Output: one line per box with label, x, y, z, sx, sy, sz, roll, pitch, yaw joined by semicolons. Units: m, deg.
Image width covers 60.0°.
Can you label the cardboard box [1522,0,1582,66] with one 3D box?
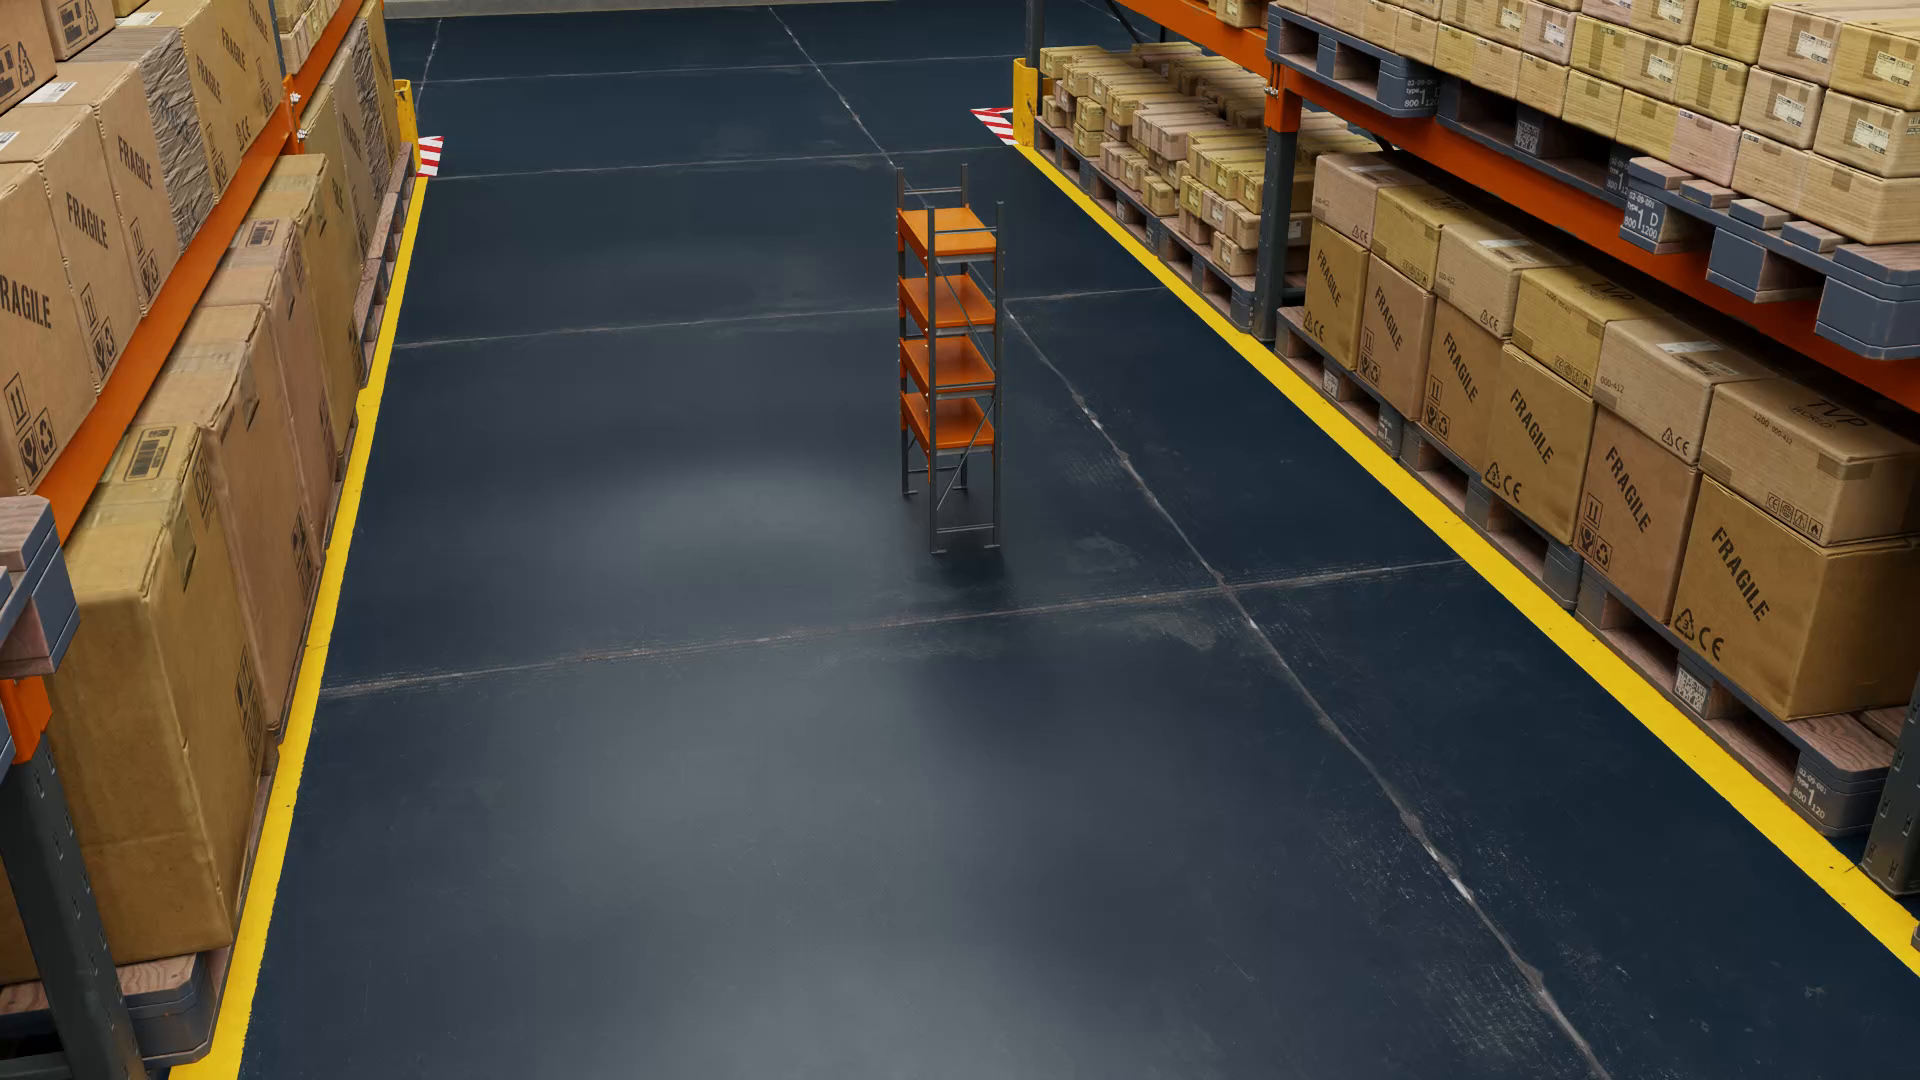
cardboard box;1.884;-1.491;4.857;0.380;0.149;0.250;-5;27;-10

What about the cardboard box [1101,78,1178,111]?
cardboard box;1.017;-2.518;9.448;0.380;0.149;0.250;-5;27;-10

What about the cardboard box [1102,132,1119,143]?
cardboard box;1.037;-2.270;9.616;0.380;0.149;0.250;-6;27;-11

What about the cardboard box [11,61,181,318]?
cardboard box;-2.205;-0.823;3.941;0.500;0.500;0.500;-6;27;-13

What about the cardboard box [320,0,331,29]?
cardboard box;-3.006;-2.353;7.361;0.380;0.149;0.250;-6;27;-12

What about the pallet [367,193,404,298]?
pallet;-3.399;-1.476;8.441;1.003;0.211;1.213;-6;27;-12

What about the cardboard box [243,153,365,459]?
cardboard box;-2.861;-0.803;5.904;1.225;0.875;0.875;-6;27;-11

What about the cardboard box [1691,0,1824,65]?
cardboard box;2.061;-1.281;4.112;0.380;0.149;0.250;-5;27;-10

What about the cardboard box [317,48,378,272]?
cardboard box;-3.299;-1.775;7.829;0.875;0.875;0.875;-6;27;-12

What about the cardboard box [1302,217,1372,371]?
cardboard box;1.738;-1.022;6.755;0.500;0.500;0.500;-5;27;-10

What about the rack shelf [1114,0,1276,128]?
rack shelf;1.379;-2.859;8.884;1.077;0.370;4.000;-6;27;-12

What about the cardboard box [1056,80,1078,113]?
cardboard box;0.803;-2.724;10.185;0.380;0.149;0.250;-6;27;-12

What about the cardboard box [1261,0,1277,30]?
cardboard box;1.538;-2.292;7.240;0.380;0.149;0.250;-6;27;-12

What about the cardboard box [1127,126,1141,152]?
cardboard box;1.151;-2.280;9.306;0.380;0.149;0.250;-5;27;-9

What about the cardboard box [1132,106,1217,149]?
cardboard box;1.131;-2.177;8.772;0.380;0.149;0.250;-7;28;-13

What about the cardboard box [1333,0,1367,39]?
cardboard box;1.591;-1.927;6.051;0.380;0.149;0.250;-6;27;-11

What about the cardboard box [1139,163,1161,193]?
cardboard box;1.183;-1.930;8.943;0.380;0.149;0.250;-5;27;-11

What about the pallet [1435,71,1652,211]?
pallet;2.245;-1.325;5.260;1.003;0.211;1.213;-6;27;-12

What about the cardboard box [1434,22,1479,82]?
cardboard box;1.770;-1.585;5.374;0.380;0.149;0.250;-6;27;-13

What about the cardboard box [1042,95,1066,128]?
cardboard box;0.735;-2.710;10.489;0.380;0.149;0.250;-5;27;-11

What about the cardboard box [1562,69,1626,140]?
cardboard box;1.945;-1.241;4.693;0.380;0.149;0.250;-7;28;-14

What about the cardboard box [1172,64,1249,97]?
cardboard box;1.474;-2.695;9.798;0.380;0.149;0.250;-7;28;-14

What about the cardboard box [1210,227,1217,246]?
cardboard box;1.433;-1.477;8.045;0.380;0.149;0.250;-5;27;-10

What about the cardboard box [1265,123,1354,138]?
cardboard box;1.764;-2.000;8.421;0.380;0.149;0.250;-7;28;-13

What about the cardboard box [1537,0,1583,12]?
cardboard box;1.885;-1.623;4.790;0.380;0.149;0.250;-5;27;-9

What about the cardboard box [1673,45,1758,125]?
cardboard box;2.053;-1.157;4.196;0.380;0.149;0.250;-5;27;-10

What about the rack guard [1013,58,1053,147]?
rack guard;0.946;-2.909;10.958;1.175;0.500;0.348;-6;27;-12

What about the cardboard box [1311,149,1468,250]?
cardboard box;1.739;-1.357;6.586;0.500;0.250;0.500;-7;28;-14

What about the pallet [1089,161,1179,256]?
pallet;1.366;-1.885;9.251;1.003;0.211;1.213;-6;27;-12

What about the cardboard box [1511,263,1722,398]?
cardboard box;2.098;-0.671;5.227;0.500;0.250;0.500;-5;27;-10

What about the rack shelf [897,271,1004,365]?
rack shelf;-0.037;-0.748;5.553;0.258;0.148;0.480;-6;27;-12

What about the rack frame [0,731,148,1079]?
rack frame;-2.120;-0.087;2.594;0.949;2.616;0.053;-6;27;-12

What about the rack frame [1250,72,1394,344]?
rack frame;1.830;-2.302;6.982;1.000;3.000;0.127;-6;27;-12

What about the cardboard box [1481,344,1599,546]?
cardboard box;2.080;-0.339;5.400;0.500;0.500;0.500;-7;28;-14

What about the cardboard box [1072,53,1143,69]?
cardboard box;0.895;-2.865;10.135;0.380;0.149;0.250;-5;27;-11

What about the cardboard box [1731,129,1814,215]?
cardboard box;2.118;-0.900;4.018;0.380;0.149;0.250;-6;27;-12

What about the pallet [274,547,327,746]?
pallet;-2.499;0.270;4.981;1.003;0.211;1.213;-6;27;-12

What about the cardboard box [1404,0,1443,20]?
cardboard box;1.712;-1.831;5.532;0.380;0.149;0.250;-5;27;-10

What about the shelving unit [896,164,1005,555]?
shelving unit;-0.037;-0.608;5.624;0.258;1.200;0.503;-6;27;-12

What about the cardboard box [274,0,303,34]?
cardboard box;-2.876;-2.141;6.500;0.500;0.250;0.500;-6;27;-13

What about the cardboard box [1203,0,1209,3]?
cardboard box;1.380;-2.637;7.925;0.380;0.149;0.250;-7;28;-13

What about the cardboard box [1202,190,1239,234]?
cardboard box;1.376;-1.573;7.906;0.380;0.149;0.250;-7;28;-14

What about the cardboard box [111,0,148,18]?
cardboard box;-2.730;-1.753;4.670;0.797;0.503;0.637;-6;27;-11

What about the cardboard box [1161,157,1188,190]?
cardboard box;1.261;-1.919;8.591;0.380;0.149;0.250;-5;27;-10

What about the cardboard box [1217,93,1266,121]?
cardboard box;1.627;-2.343;9.101;0.380;0.149;0.250;-6;27;-11

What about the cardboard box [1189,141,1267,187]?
cardboard box;1.337;-1.829;8.082;0.380;0.149;0.250;-6;27;-12

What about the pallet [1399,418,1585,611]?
pallet;2.285;-0.179;5.870;1.003;0.211;1.213;-6;27;-12

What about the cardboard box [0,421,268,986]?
cardboard box;-2.259;0.369;3.582;1.225;0.875;0.875;-7;28;-14

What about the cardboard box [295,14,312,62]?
cardboard box;-2.827;-2.010;6.681;0.380;0.149;0.250;-7;28;-13

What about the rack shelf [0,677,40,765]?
rack shelf;-1.673;1.112;1.016;1.077;0.370;4.000;-6;27;-12

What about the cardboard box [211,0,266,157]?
cardboard box;-2.549;-1.492;5.266;0.500;0.500;0.500;-5;27;-10

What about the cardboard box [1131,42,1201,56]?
cardboard box;1.295;-3.032;10.465;0.380;0.149;0.250;-6;27;-11

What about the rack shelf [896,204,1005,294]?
rack shelf;-0.037;-0.959;5.447;0.258;0.148;0.480;-6;27;-12
